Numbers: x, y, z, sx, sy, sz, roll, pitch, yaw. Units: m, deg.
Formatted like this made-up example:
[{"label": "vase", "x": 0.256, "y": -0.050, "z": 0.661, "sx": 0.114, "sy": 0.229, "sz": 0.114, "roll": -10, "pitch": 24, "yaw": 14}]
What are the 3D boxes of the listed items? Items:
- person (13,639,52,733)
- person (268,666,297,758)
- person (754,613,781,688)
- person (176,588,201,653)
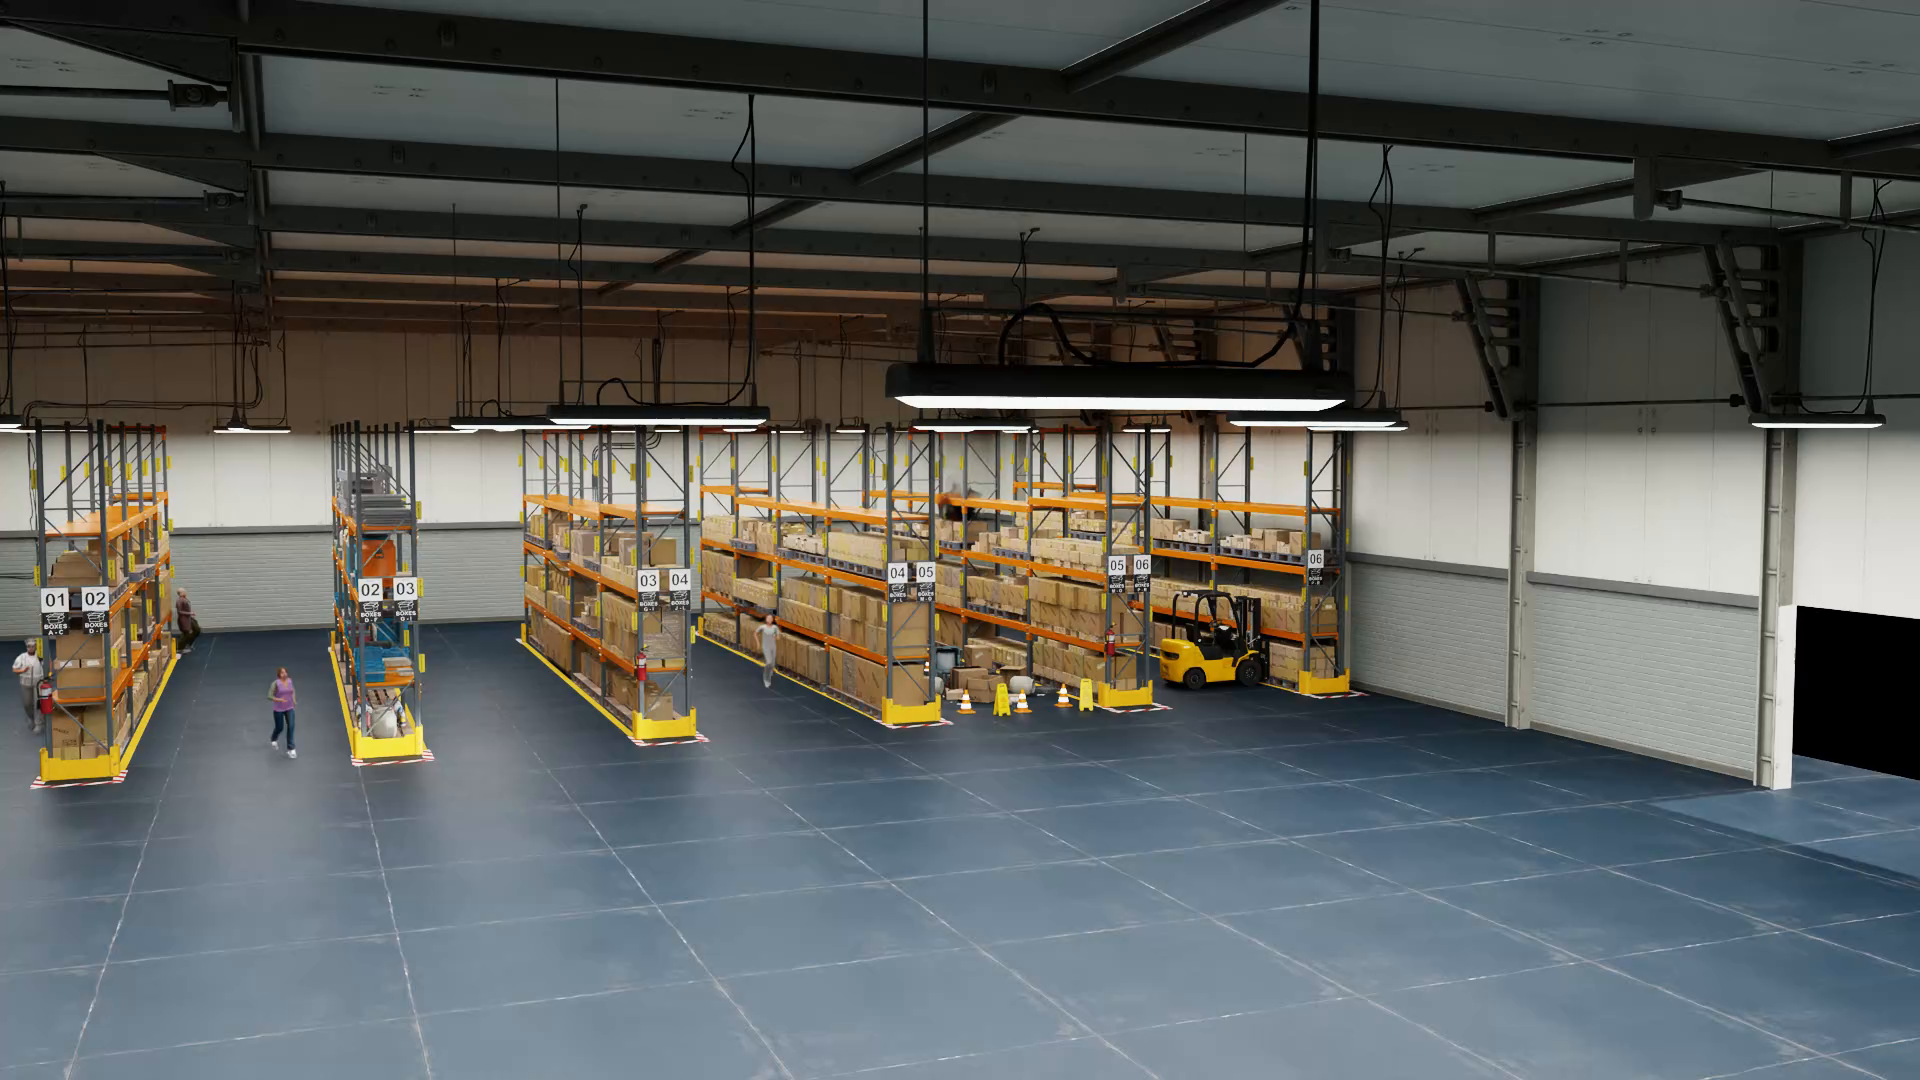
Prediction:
[{"label": "person", "x": -17.995, "y": 2.800, "z": 32.272, "sx": 0.657, "sy": 1.778, "sz": 0.968, "roll": -2, "pitch": 4, "yaw": -25}, {"label": "person", "x": -12.117, "y": 3.070, "z": 29.755, "sx": 0.858, "sy": 1.590, "sz": 0.556, "roll": 3, "pitch": 5, "yaw": 44}, {"label": "person", "x": -4.364, "y": 2.645, "z": 37.944, "sx": 0.536, "sy": 1.452, "sz": 0.717, "roll": -2, "pitch": 4, "yaw": -29}, {"label": "person", "x": -20.394, "y": 2.122, "z": 43.804, "sx": 0.644, "sy": 1.723, "sz": 0.694, "roll": 0, "pitch": 4, "yaw": -2}]
